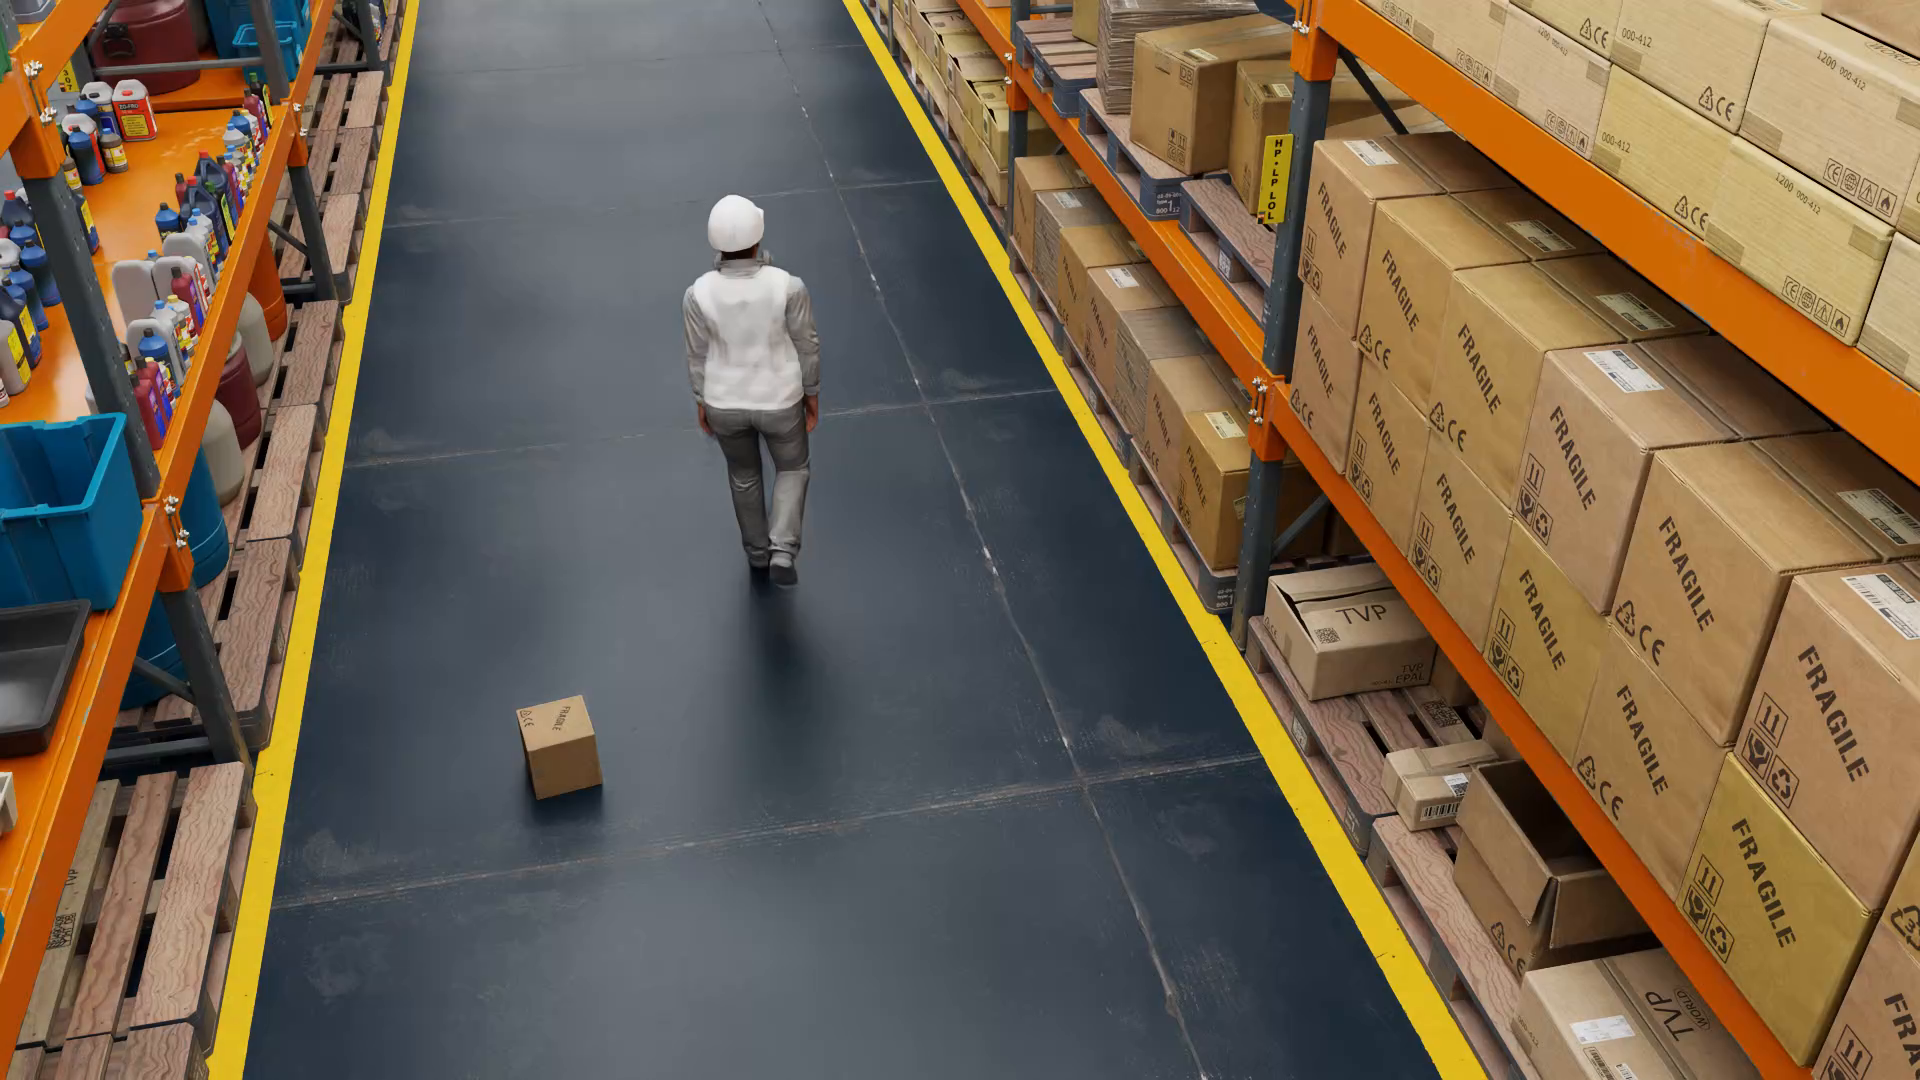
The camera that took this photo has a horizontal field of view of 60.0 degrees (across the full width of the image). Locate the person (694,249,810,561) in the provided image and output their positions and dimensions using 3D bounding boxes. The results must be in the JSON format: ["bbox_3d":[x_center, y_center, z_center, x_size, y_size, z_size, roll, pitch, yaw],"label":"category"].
[{"bbox_3d":[-0.863,-0.487,6.961,0.448,1.475,0.545,-2,34,-2],"label":"person"}]
